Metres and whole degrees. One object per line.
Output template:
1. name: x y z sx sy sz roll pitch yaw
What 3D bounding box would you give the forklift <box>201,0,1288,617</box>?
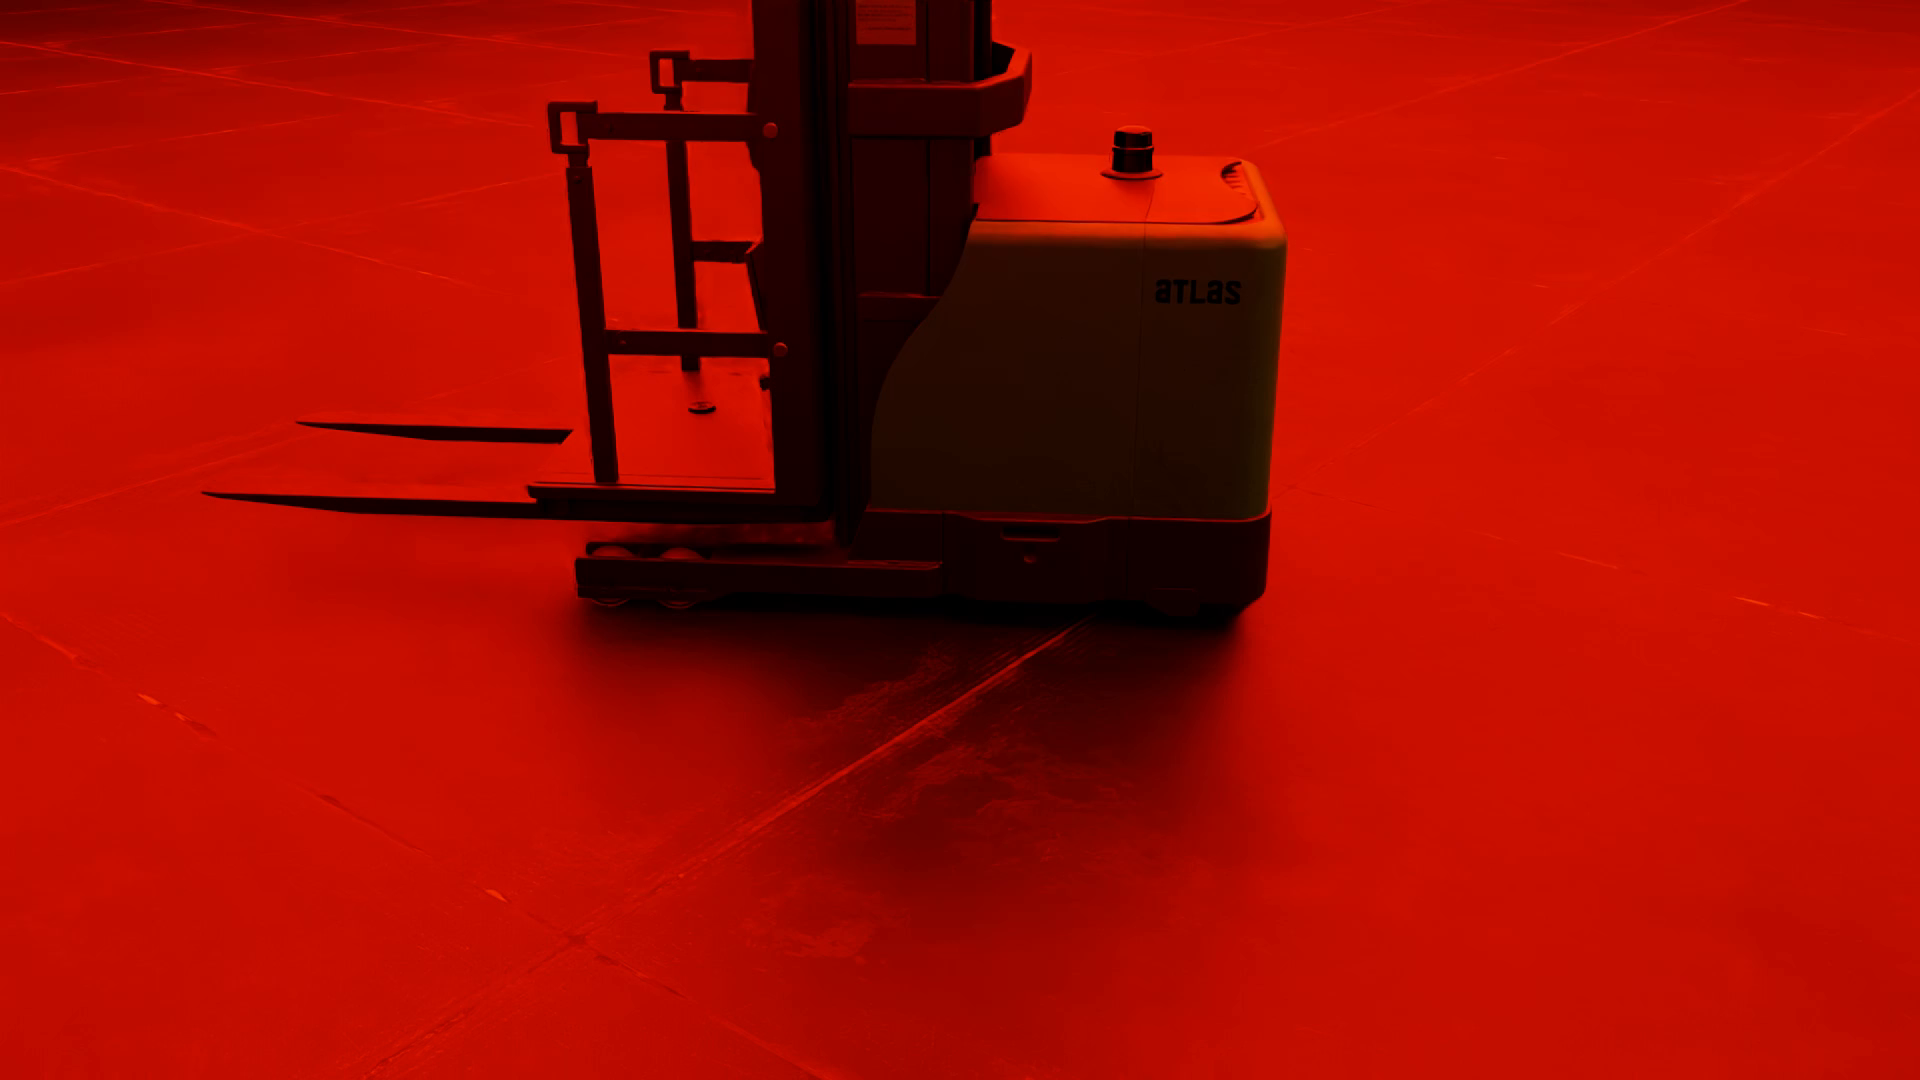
1. forklift: -0.646 -1.361 4.469 3.031 2.935 1.130 2 24 4
